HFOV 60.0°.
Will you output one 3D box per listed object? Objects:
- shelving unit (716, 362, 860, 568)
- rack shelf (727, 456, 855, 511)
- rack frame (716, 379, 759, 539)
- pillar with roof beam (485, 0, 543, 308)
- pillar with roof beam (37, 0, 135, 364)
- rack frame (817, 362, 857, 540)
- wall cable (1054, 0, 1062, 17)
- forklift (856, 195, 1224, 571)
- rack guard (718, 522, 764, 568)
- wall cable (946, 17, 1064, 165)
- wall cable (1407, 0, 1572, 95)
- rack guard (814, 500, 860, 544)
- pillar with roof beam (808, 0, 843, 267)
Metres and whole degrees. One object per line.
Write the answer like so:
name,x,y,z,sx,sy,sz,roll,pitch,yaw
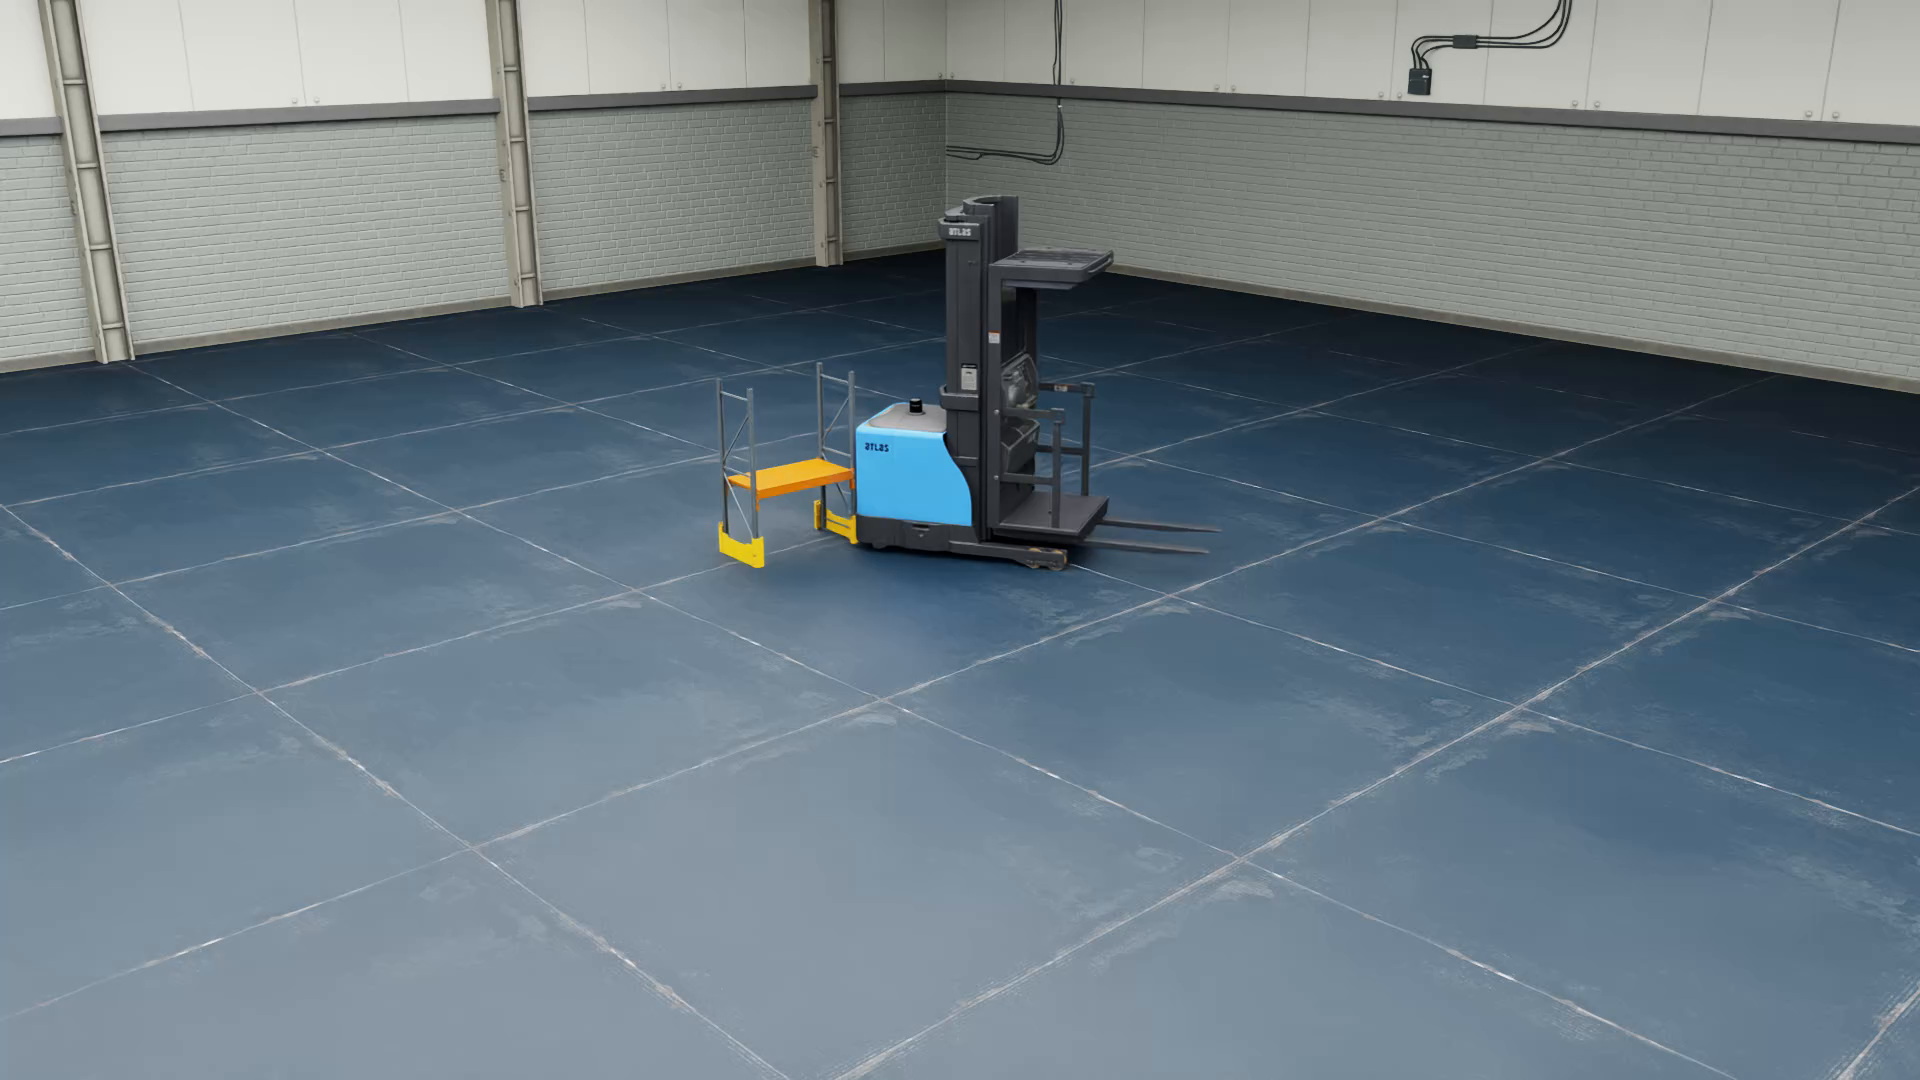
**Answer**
shelving unit,-1.459,-0.657,14.078,1.083,1.500,0.587,-15,23,-38
rack shelf,-1.452,-0.487,14.139,1.000,0.185,0.538,-15,23,-38
rack frame,-1.839,-0.557,13.770,0.032,1.500,0.500,-15,23,-38
pillar with roof beam,-3.732,-6.947,21.319,0.400,9.000,9.100,-16,24,-41
pillar with roof beam,-8.092,-5.675,17.398,0.400,9.000,9.100,-16,24,-41
rack frame,-1.065,-0.760,14.397,0.032,1.500,0.500,-15,23,-38
wall cable,2.577,-9.830,27.058,0.112,2.526,3.097,-16,24,-41
forklift,0.685,-1.322,13.811,3.031,2.935,1.130,6,19,17
rack guard,-1.838,0.038,13.964,0.087,0.250,0.587,-15,23,-38
wall cable,0.719,-8.034,29.707,0.112,2.526,3.097,-16,24,-41
wall cable,7.230,-8.998,22.131,0.169,6.003,2.305,-16,24,-41
rack guard,-1.080,-0.162,14.578,0.087,0.250,0.587,-15,23,-38
pillar with roof beam,0.627,-8.218,25.241,0.400,9.000,9.100,-16,24,-41
